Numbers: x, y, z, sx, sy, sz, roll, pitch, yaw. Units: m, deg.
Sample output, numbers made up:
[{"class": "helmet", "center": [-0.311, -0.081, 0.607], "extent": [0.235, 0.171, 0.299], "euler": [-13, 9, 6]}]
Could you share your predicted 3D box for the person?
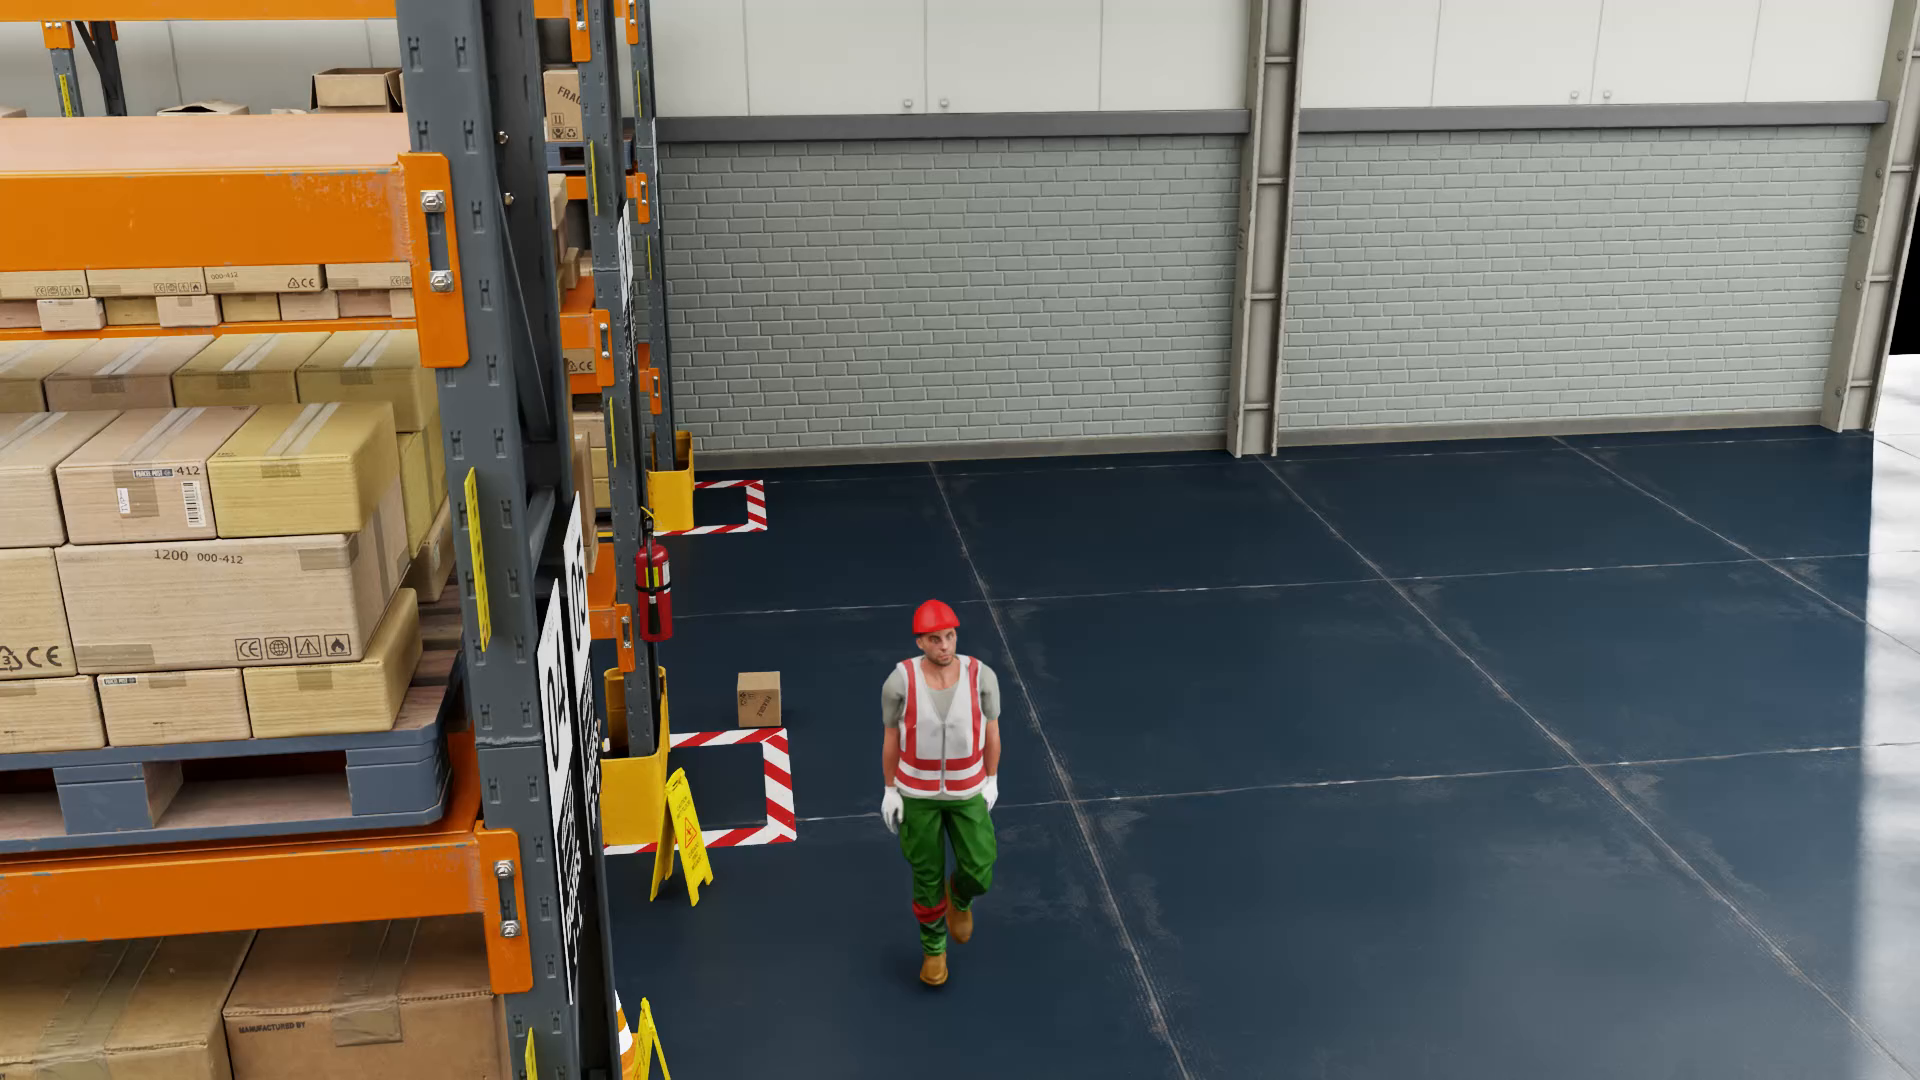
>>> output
[{"class": "person", "center": [-0.084, 1.102, 7.403], "extent": [0.540, 1.782, 0.503], "euler": [-2, 20, -5]}]
